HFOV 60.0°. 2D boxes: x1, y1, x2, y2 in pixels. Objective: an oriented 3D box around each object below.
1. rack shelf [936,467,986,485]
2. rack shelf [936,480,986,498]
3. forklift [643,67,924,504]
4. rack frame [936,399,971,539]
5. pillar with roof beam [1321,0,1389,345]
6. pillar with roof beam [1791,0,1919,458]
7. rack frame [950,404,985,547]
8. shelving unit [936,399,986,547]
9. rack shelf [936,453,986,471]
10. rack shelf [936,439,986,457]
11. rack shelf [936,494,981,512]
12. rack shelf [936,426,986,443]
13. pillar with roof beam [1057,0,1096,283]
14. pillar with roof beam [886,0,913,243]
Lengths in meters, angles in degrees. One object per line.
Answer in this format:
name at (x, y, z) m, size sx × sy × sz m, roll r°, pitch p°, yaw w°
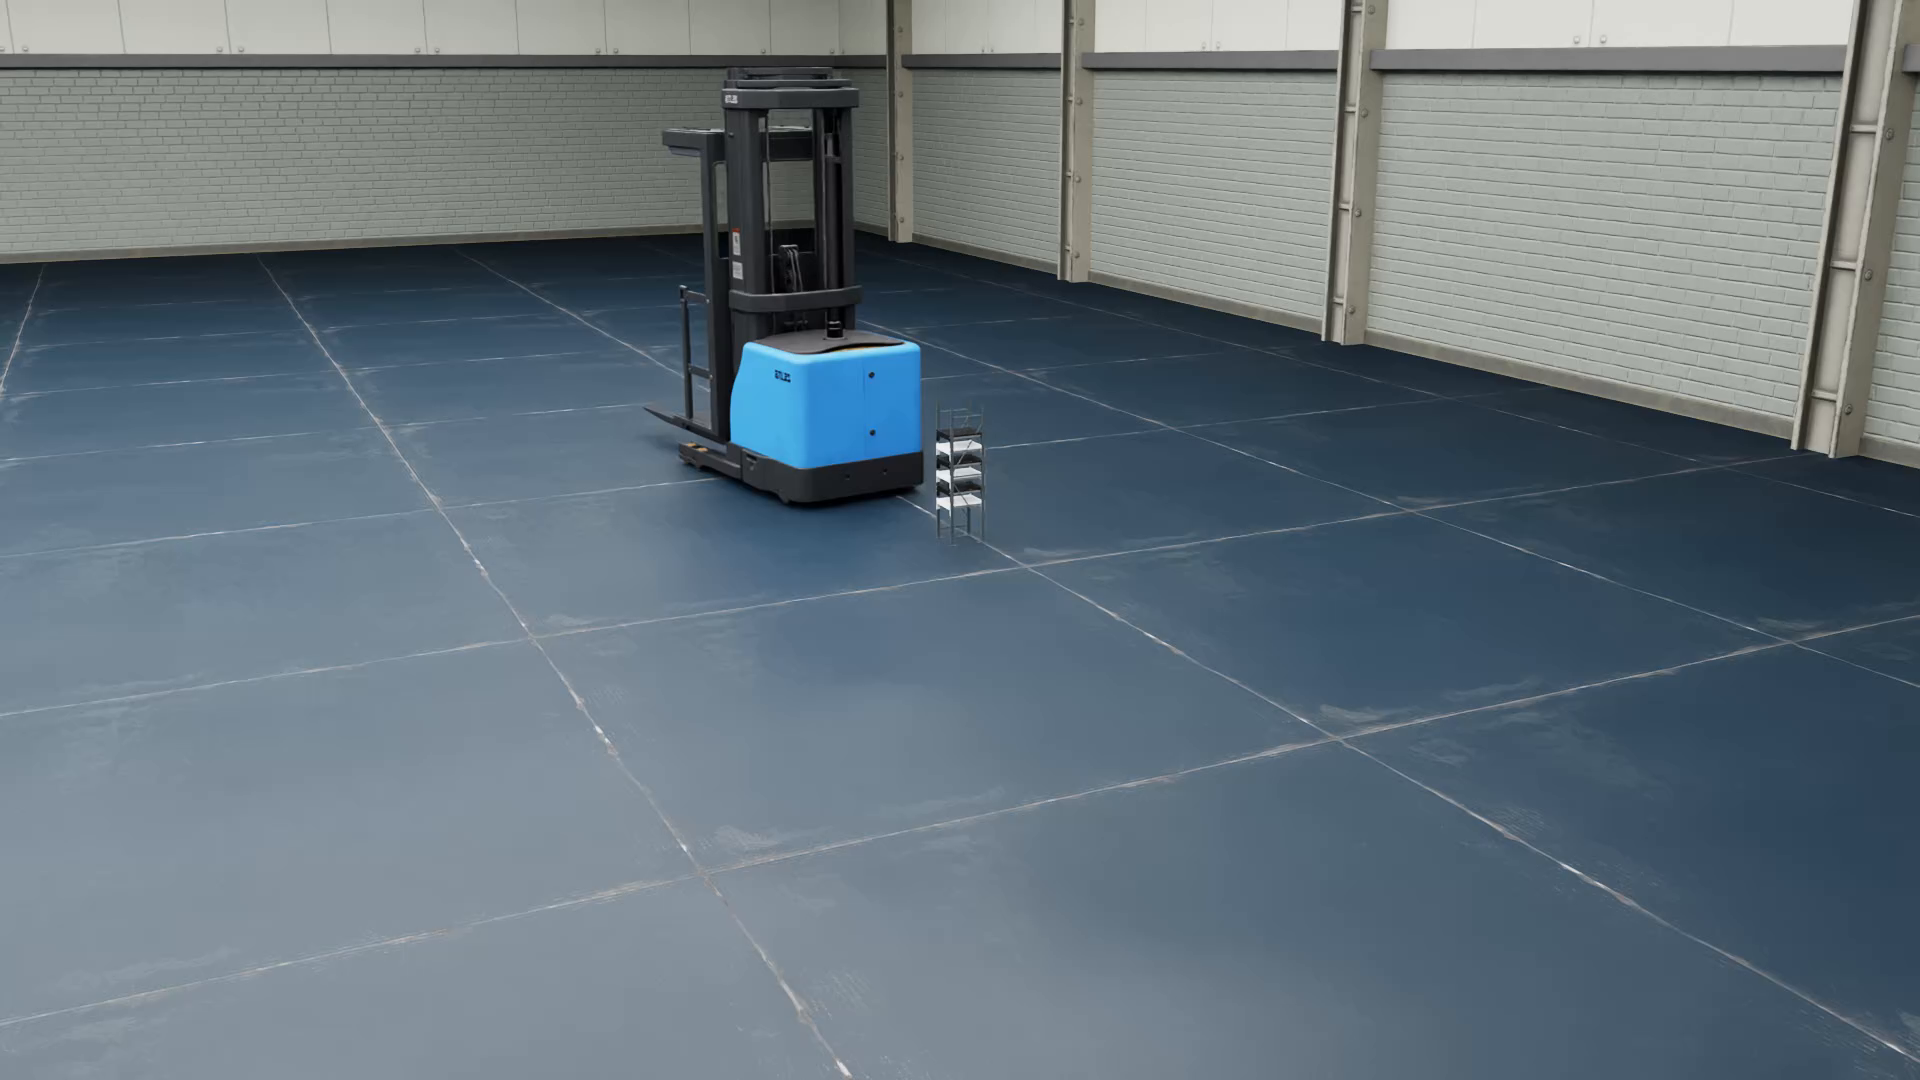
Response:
rack shelf at (0.004, -0.398, 10.629) m, size 0.258 × 0.077 × 0.200 m, roll -8°, pitch 18°, yaw -25°
rack shelf at (0.004, -0.312, 10.654) m, size 0.258 × 0.077 × 0.200 m, roll -8°, pitch 18°, yaw -25°
forklift at (-1.504, -2.010, 12.440) m, size 1.130 × 2.935 × 3.031 m, roll -11°, pitch 19°, yaw -33°
rack frame at (-0.041, -0.456, 10.707) m, size 0.240 × 0.900 × 0.006 m, roll -8°, pitch 18°, yaw -25°
pillar with roof beam at (0.369, -5.996, 15.332) m, size 9.100 × 9.000 × 0.400 m, roll -8°, pitch 18°, yaw -25°
pillar with roof beam at (2.997, -4.508, 10.147) m, size 9.100 × 9.000 × 0.400 m, roll -8°, pitch 18°, yaw -25°
rack frame at (0.048, -0.405, 10.532) m, size 0.240 × 0.900 × 0.006 m, roll -8°, pitch 18°, yaw -25°
shelving unit at (0.004, -0.431, 10.620) m, size 0.258 × 0.900 × 0.210 m, roll -8°, pitch 18°, yaw -25°
rack shelf at (0.004, -0.485, 10.604) m, size 0.258 × 0.077 × 0.200 m, roll -8°, pitch 18°, yaw -25°
rack shelf at (0.004, -0.572, 10.579) m, size 0.258 × 0.077 × 0.200 m, roll -8°, pitch 18°, yaw -25°
rack shelf at (0.004, -0.225, 10.678) m, size 0.258 × 0.077 × 0.200 m, roll -8°, pitch 18°, yaw -25°
rack shelf at (0.004, -0.658, 10.554) m, size 0.258 × 0.077 × 0.200 m, roll -8°, pitch 18°, yaw -25°
pillar with roof beam at (-2.260, -7.484, 20.516) m, size 9.100 × 9.000 × 0.400 m, roll -8°, pitch 18°, yaw -25°
pillar with roof beam at (-4.888, -8.972, 25.700) m, size 9.100 × 9.000 × 0.400 m, roll -8°, pitch 18°, yaw -25°
